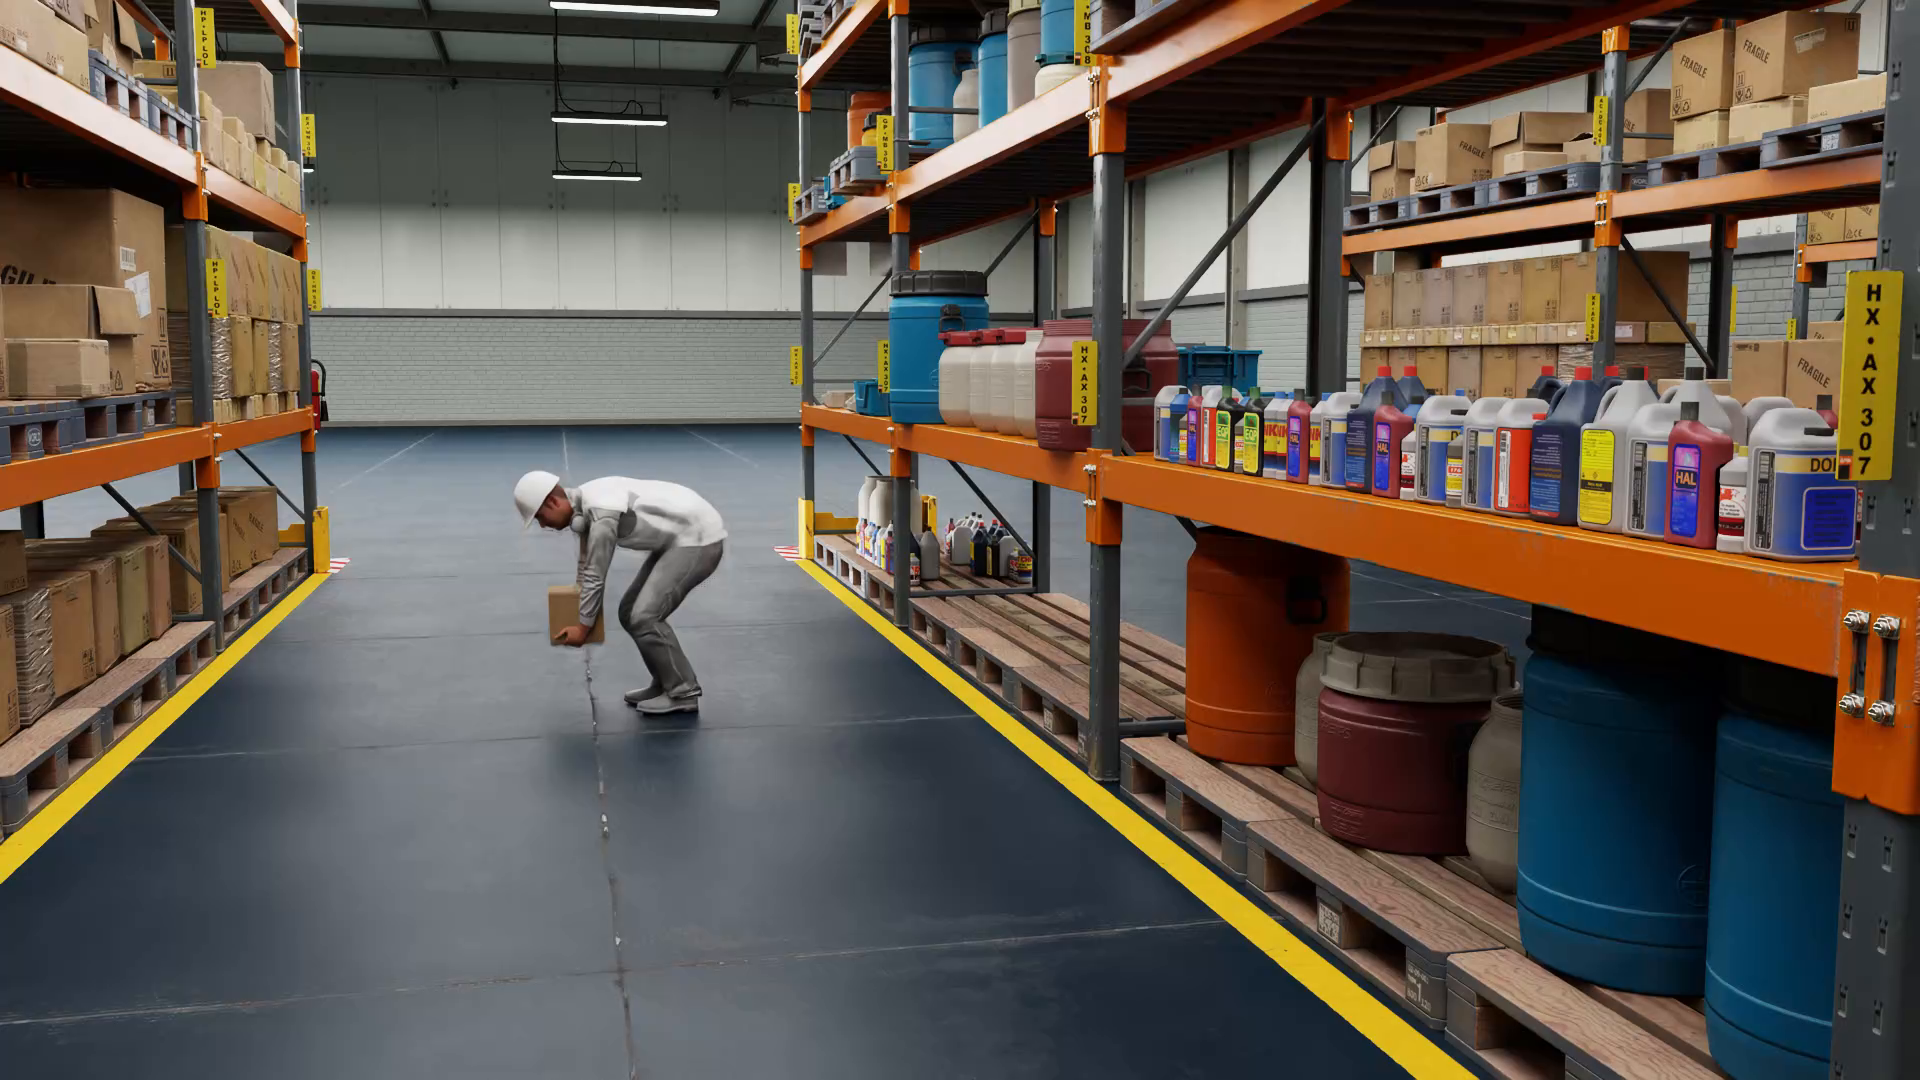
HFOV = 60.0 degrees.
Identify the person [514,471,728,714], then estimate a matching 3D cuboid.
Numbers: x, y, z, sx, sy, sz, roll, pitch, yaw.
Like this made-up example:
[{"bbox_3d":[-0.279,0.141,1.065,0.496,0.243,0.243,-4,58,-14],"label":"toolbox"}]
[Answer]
[{"bbox_3d":[-1.612,0.242,7.959,0.988,1.158,0.485,-2,6,-16],"label":"person"}]
